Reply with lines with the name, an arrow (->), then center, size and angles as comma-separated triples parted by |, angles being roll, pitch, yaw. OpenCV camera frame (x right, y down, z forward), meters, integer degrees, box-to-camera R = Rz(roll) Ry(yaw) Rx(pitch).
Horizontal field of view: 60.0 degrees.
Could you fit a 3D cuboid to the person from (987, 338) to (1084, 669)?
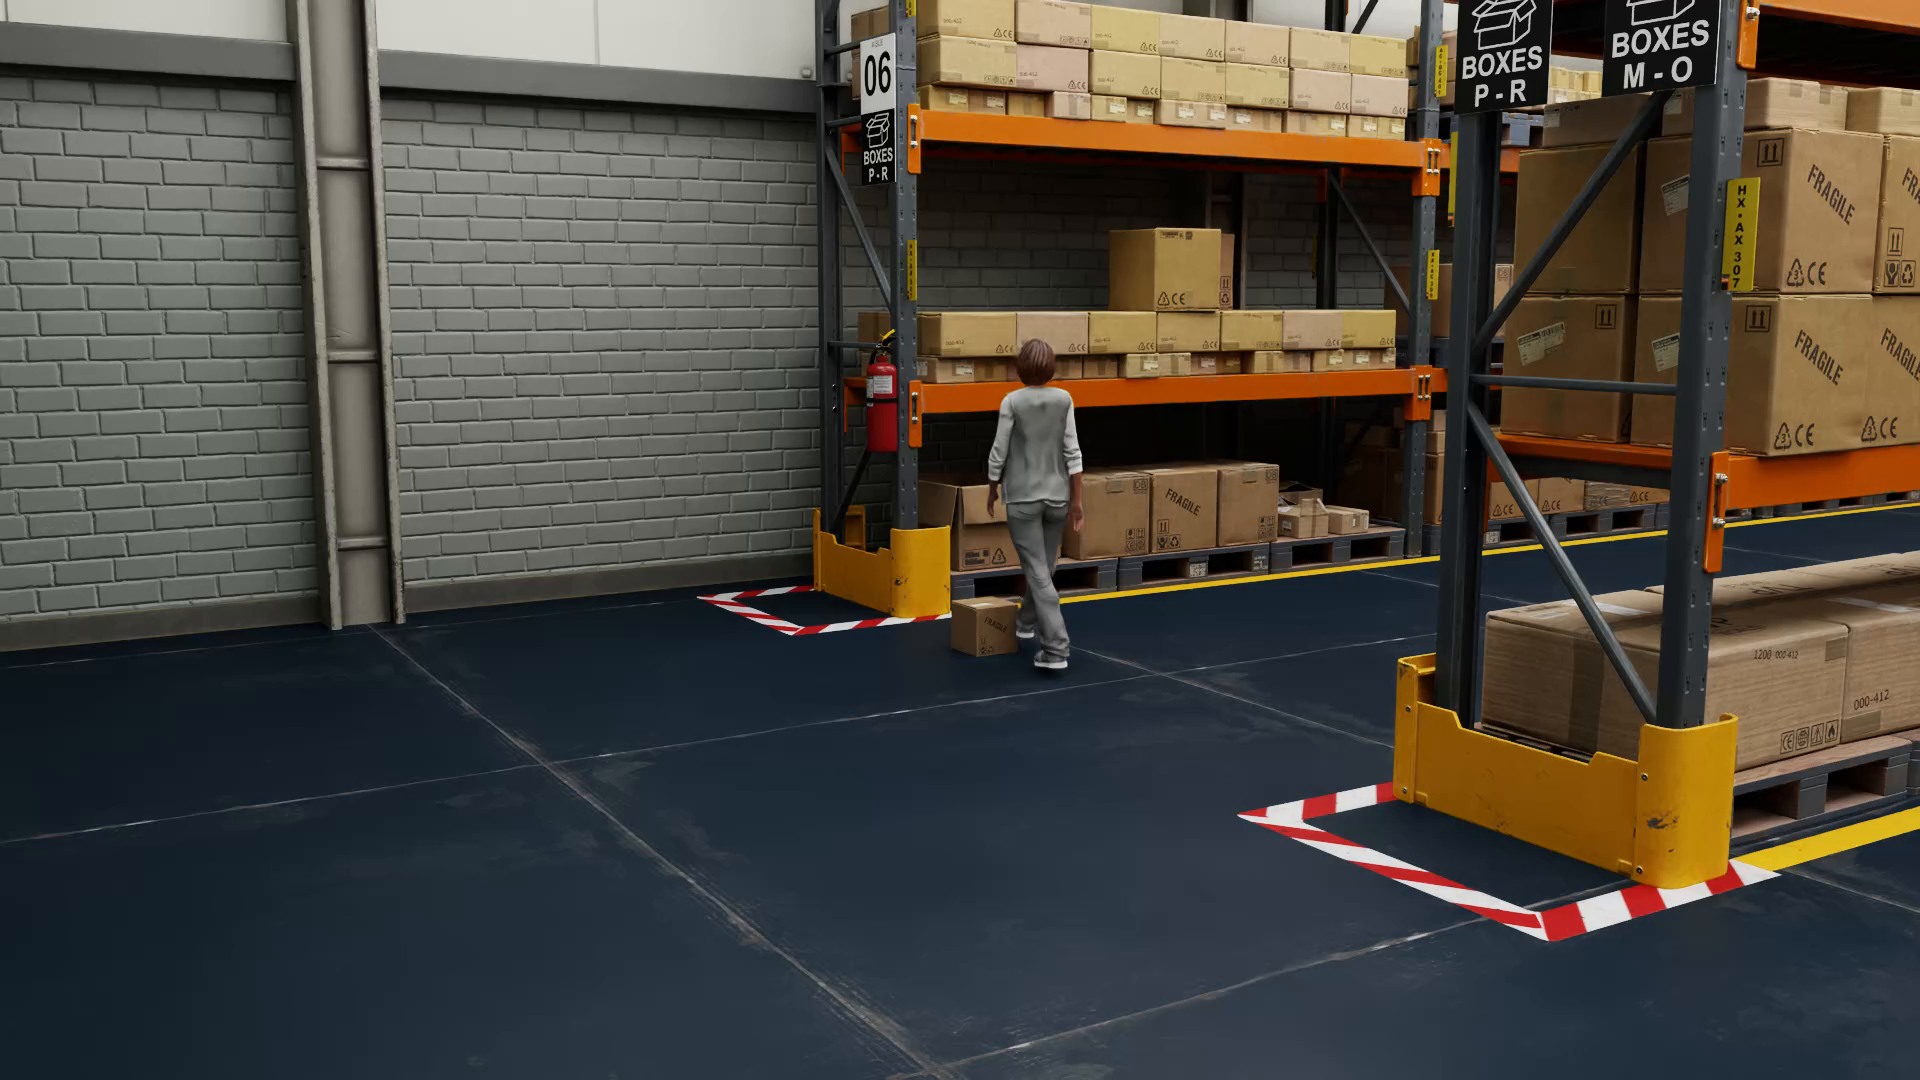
person -> 0.308, -0.193, 8.102 | 0.417, 1.564, 0.860 | -4, 9, -25
